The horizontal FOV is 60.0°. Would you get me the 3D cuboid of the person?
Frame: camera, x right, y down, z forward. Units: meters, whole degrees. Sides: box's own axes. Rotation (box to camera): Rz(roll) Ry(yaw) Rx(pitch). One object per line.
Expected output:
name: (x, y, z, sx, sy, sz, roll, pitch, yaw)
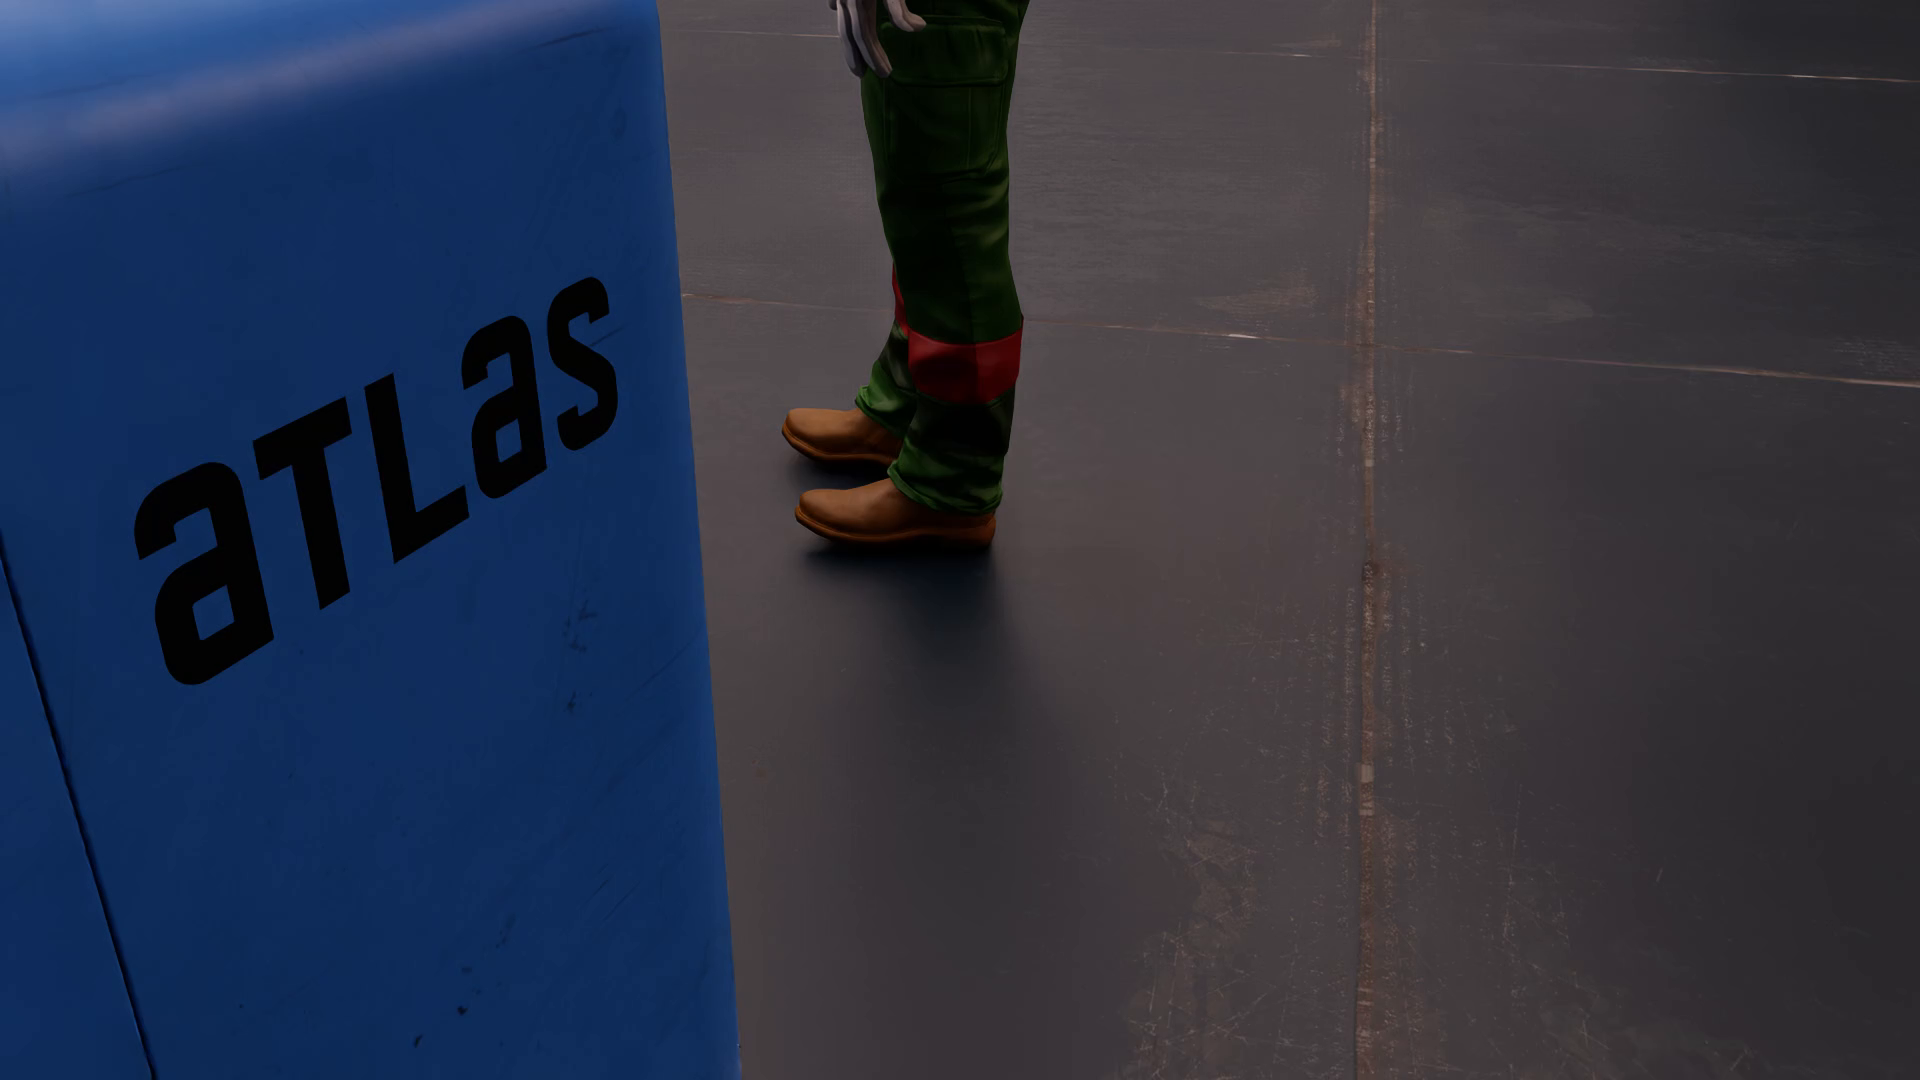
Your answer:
person: (-0.075, -0.818, 2.119, 0.564, 1.787, 0.638, 6, 27, 11)
